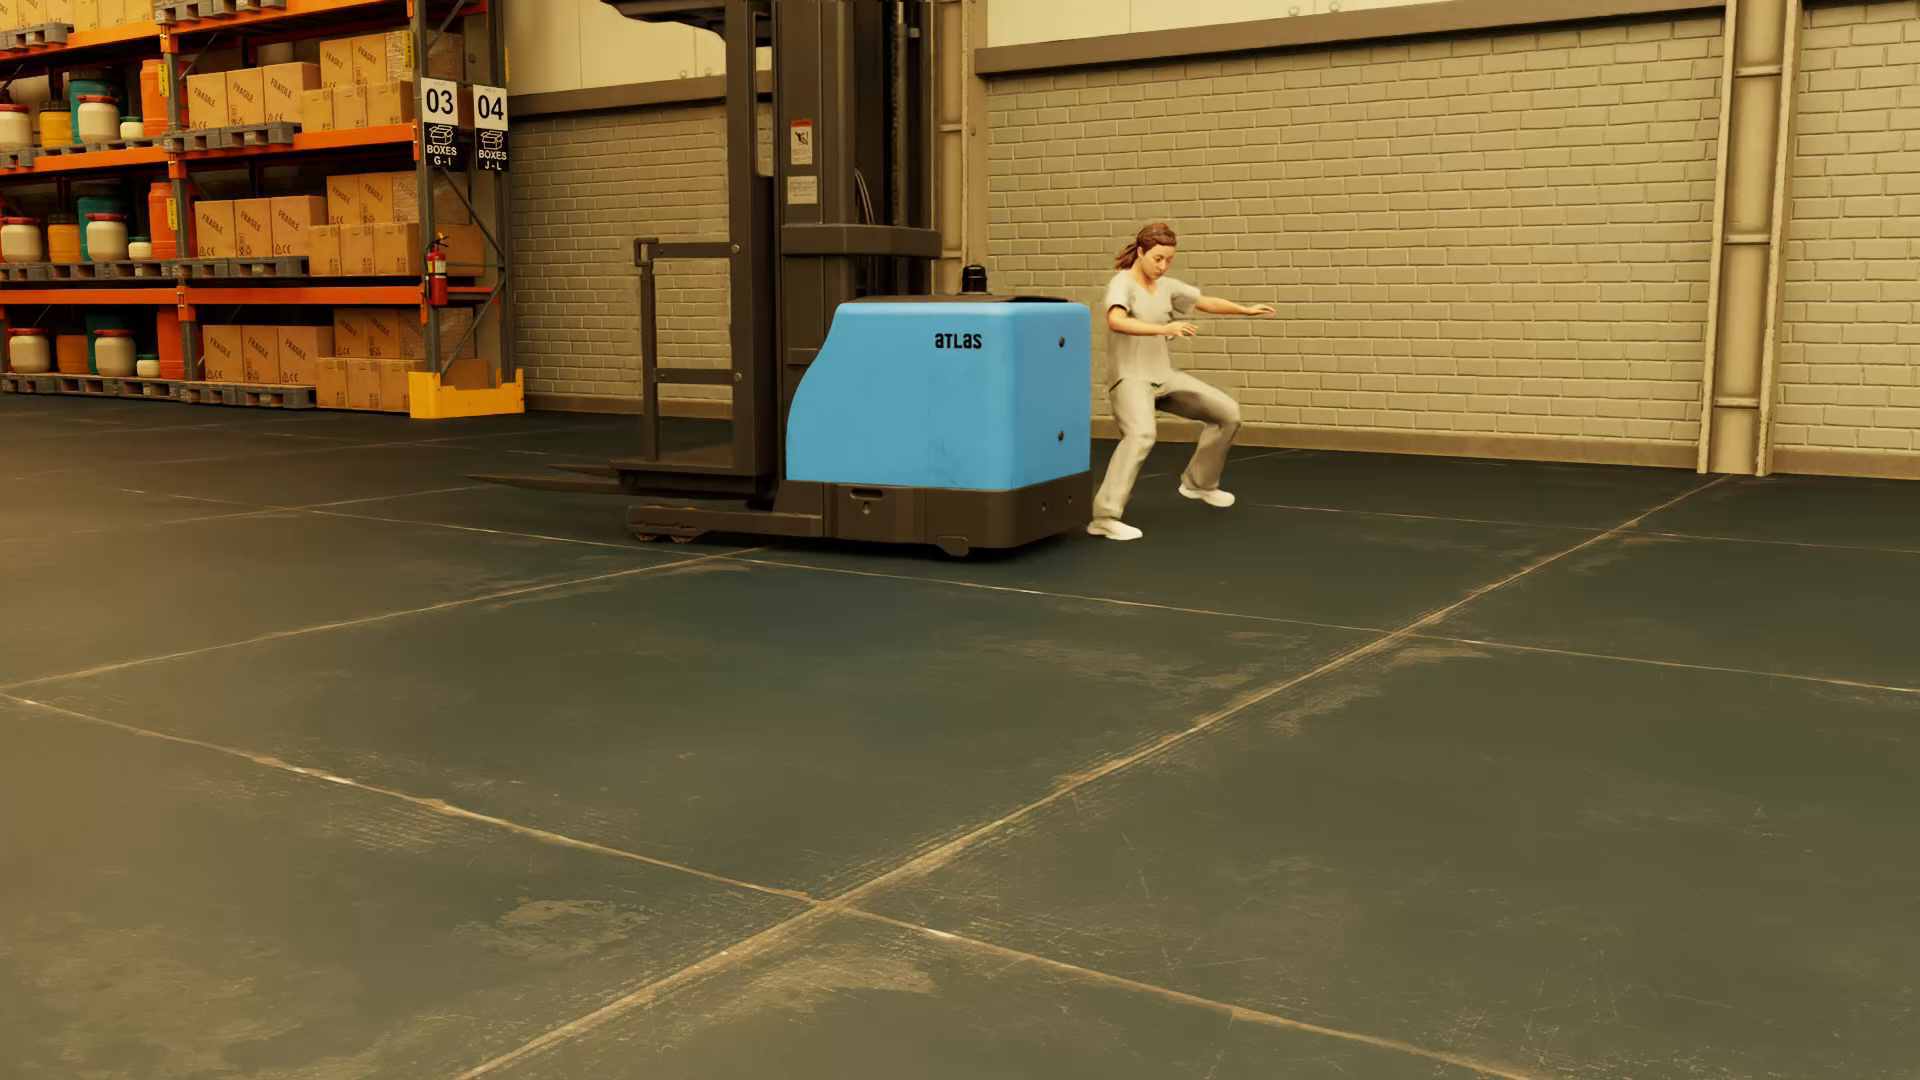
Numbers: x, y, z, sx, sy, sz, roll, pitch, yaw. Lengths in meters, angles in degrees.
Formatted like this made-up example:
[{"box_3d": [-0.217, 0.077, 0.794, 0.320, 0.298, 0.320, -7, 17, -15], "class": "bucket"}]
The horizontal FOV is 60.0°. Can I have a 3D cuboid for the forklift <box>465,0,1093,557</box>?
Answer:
[{"box_3d": [-0.945, -1.497, 7.721, 3.031, 2.935, 1.130, 4, 9, 25], "class": "forklift"}]

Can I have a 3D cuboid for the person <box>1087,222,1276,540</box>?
[{"box_3d": [1.020, -0.794, 8.029, 1.158, 1.465, 0.620, -6, 10, -37], "class": "person"}]
